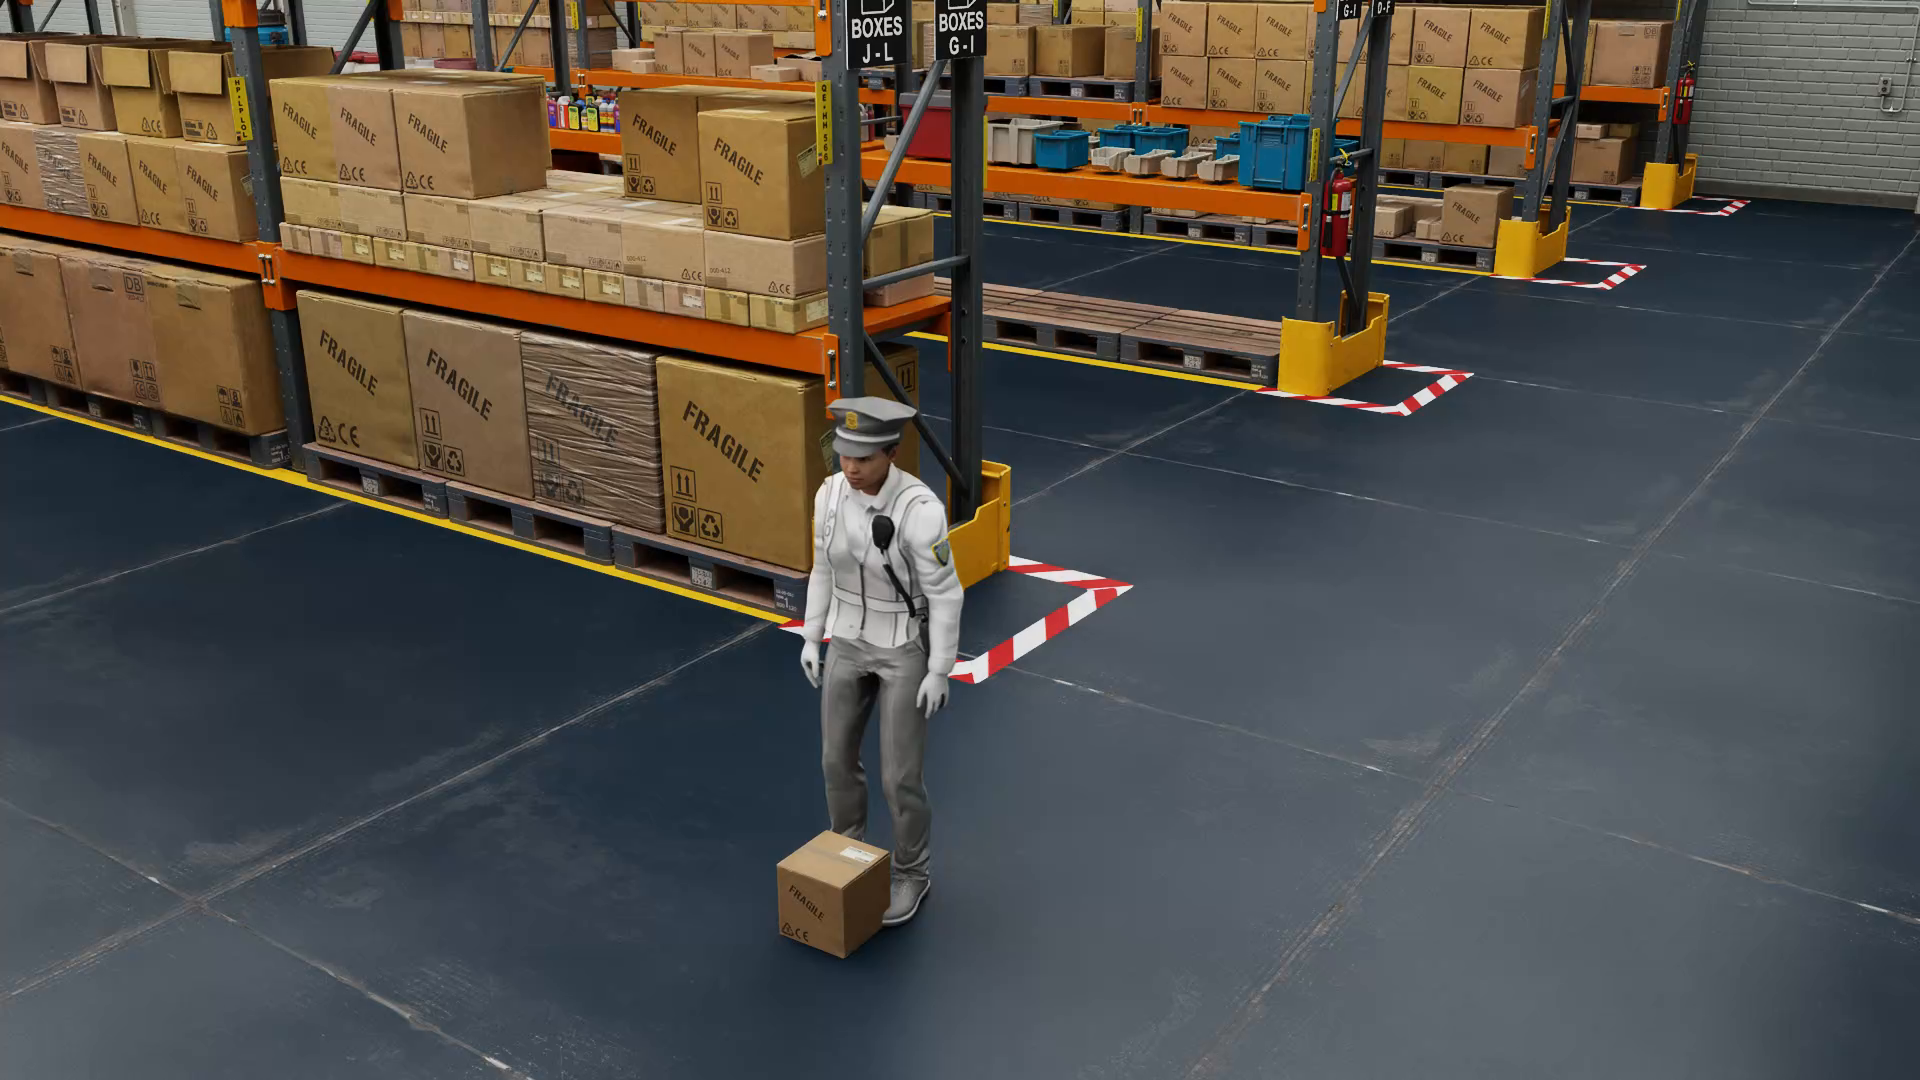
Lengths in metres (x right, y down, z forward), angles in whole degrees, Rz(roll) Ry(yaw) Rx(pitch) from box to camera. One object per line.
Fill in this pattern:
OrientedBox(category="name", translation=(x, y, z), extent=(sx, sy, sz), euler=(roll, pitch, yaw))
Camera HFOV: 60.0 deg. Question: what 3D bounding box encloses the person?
OrientedBox(category="person", translation=(-0.251, 0.358, 5.082), extent=(0.542, 1.662, 0.376), euler=(11, 23, 29))
